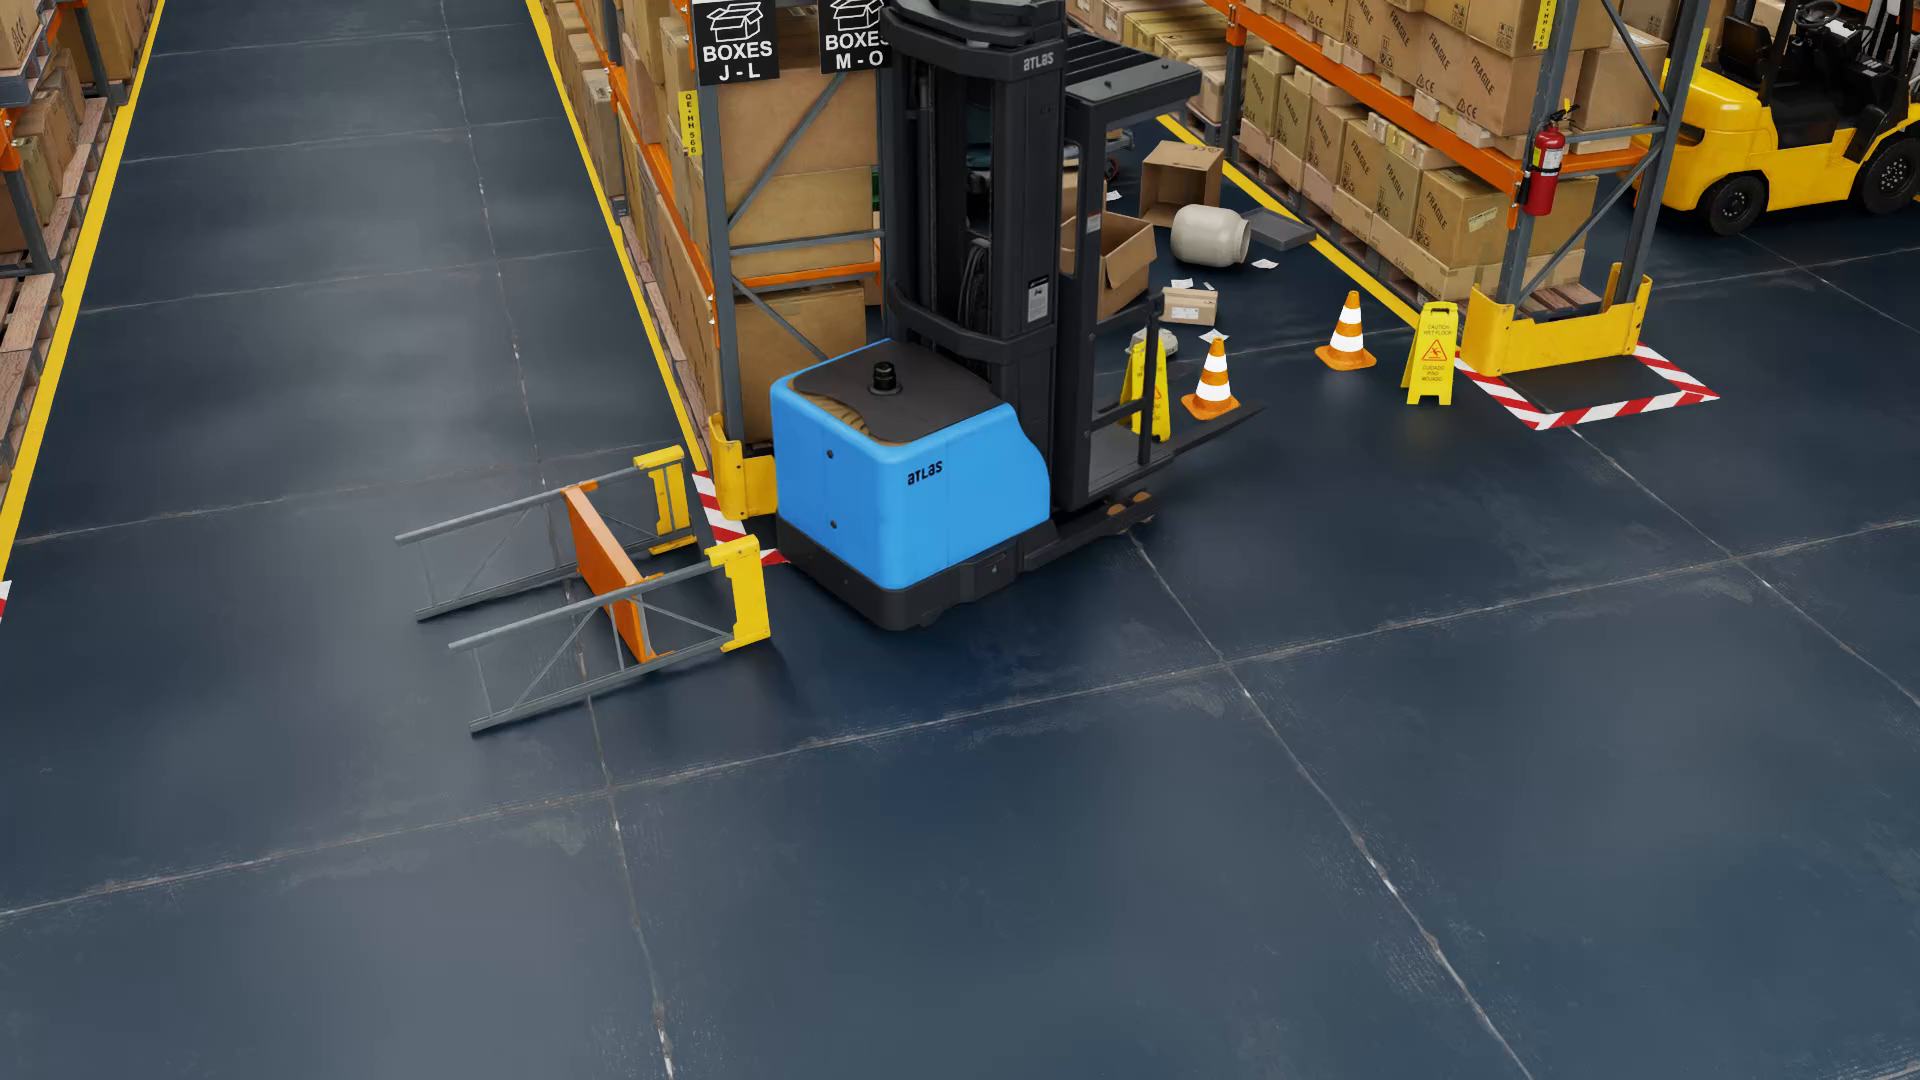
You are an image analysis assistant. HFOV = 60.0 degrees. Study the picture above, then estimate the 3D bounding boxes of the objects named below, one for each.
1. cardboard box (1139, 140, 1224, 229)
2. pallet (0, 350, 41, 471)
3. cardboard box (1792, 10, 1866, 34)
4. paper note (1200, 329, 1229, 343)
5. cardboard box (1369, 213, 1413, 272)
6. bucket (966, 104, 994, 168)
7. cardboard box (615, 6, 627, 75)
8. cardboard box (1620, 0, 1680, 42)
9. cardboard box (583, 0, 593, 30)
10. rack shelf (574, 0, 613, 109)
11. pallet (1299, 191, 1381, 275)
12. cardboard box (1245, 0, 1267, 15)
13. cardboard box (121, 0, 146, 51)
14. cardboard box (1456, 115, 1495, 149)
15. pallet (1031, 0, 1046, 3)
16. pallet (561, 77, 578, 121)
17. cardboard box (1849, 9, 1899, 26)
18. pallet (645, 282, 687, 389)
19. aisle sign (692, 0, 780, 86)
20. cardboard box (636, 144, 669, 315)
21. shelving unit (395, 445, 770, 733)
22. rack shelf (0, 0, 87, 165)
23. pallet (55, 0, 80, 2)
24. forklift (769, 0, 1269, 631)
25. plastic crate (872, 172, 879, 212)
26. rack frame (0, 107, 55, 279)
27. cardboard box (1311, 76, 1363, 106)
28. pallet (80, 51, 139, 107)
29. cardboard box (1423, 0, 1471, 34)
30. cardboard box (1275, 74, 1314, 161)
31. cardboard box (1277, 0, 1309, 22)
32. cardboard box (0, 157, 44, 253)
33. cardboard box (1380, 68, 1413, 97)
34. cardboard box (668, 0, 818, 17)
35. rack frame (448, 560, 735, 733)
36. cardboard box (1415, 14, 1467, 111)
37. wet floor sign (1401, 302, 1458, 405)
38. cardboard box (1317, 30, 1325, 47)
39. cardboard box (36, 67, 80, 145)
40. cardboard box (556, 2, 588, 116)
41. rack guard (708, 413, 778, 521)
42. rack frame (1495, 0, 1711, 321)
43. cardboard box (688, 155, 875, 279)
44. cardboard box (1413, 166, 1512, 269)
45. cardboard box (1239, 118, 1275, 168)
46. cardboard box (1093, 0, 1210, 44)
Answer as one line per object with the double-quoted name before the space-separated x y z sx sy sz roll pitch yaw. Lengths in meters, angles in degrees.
"cardboard box" 1.691 -2.703 12.705 0.500 0.500 0.500 13 36 18
"pallet" -6.163 -0.718 9.965 1.003 0.211 1.213 -10 35 -15
"cardboard box" 7.381 -4.241 13.974 0.500 0.250 0.500 -10 35 -15
"paper note" 1.697 -1.359 11.099 0.148 0.019 0.142 -23 40 -31
"cardboard box" 3.227 -2.117 11.665 0.500 0.250 0.500 -10 35 -15
"bucket" 0.214 -3.236 12.836 0.726 0.611 0.620 1 23 2
"cardboard box" -1.899 -3.522 11.542 0.875 0.550 0.550 -10 35 -15
"cardboard box" 6.987 -5.238 16.049 0.875 0.625 0.625 -10 35 -15
"cardboard box" -2.591 -4.187 12.594 0.500 0.500 0.500 -10 35 -15
"rack shelf" -2.633 -4.401 13.661 1.077 0.370 4.000 -10 35 -15
"pallet" 3.275 -2.385 12.487 1.003 0.211 1.213 -10 35 -15
"cardboard box" 2.451 -4.212 12.951 0.380 0.149 0.250 -10 35 -15
"cardboard box" -8.453 -5.094 15.604 1.225 0.875 0.875 -10 35 -15
"cardboard box" 3.380 -2.606 10.521 0.380 0.149 0.250 -10 35 -15
"pallet" 1.272 -5.900 17.806 1.003 0.211 1.213 -10 35 -15
"pallet" -3.074 -4.161 15.175 1.003 0.211 1.213 -10 35 -15
"cardboard box" 7.890 -4.329 14.106 0.500 0.250 0.500 -11 35 -15
"pallet" -1.490 -1.433 11.047 1.003 0.211 1.213 -10 35 -15
"aisle sign" -1.067 -2.548 7.846 0.394 0.787 0.004 -10 35 -15
"cardboard box" -1.619 -2.125 11.111 0.875 0.875 0.875 -10 35 -14
"shelving unit" -1.871 0.212 8.238 1.500 0.587 1.083 -19 37 -23
"rack shelf" -7.387 -3.620 12.479 1.077 0.370 4.000 -10 35 -15
"pallet" -7.679 -4.534 13.384 1.213 0.211 1.003 -10 35 -15
"forklift" 0.476 -1.449 8.604 3.031 2.935 1.130 -25 41 -33
"plastic crate" -0.722 -2.631 12.828 0.450 0.188 0.662 -2 32 16
"rack frame" -6.777 -2.870 10.692 1.000 3.000 0.127 -10 35 -15
"cardboard box" 2.808 -3.307 12.197 0.380 0.149 0.250 -8 34 -12
"pallet" -8.166 -4.233 15.284 1.003 0.211 1.213 -10 35 -15
"cardboard box" 3.370 -3.518 10.405 0.700 0.500 0.500 -10 35 -14
"cardboard box" 2.758 -3.243 12.689 0.500 0.500 0.500 -9 34 -13
"cardboard box" 2.704 -4.165 12.291 0.500 0.500 0.500 -10 35 -15
"cardboard box" -6.944 -2.337 11.753 0.700 0.500 0.500 -13 36 -18
"cardboard box" 3.106 -3.152 11.346 0.380 0.149 0.250 -10 35 -15
"cardboard box" -1.176 -2.855 9.554 0.875 0.550 0.550 -10 35 -15
"rack frame" -1.620 0.458 7.858 1.500 0.500 0.032 -19 37 -23
"cardboard box" 3.304 -3.104 10.686 0.500 0.500 0.500 -10 35 -15
"wet floor sign" 2.919 -1.174 10.261 0.267 0.644 0.232 1 33 2
"cardboard box" 2.841 -3.684 12.151 0.380 0.149 0.250 -10 35 -15
"cardboard box" -7.593 -3.473 13.473 0.700 0.500 0.500 -13 36 -19
"cardboard box" -2.873 -4.194 14.356 1.050 0.750 0.750 -9 35 -14
"rack guard" -0.795 -0.495 9.366 1.175 0.500 0.348 -10 35 -15
"rack frame" 3.881 -2.436 10.036 1.000 3.000 0.127 -10 35 -15
"cardboard box" -0.959 -1.801 8.938 0.875 0.550 0.550 -10 35 -15
"cardboard box" 3.388 -2.154 11.041 0.500 0.500 0.500 -10 35 -14
"cardboard box" 2.583 -3.209 13.319 0.500 0.250 0.500 -12 35 -17
"cardboard box" 1.836 -5.031 15.965 0.950 0.372 0.625 -11 35 -16
